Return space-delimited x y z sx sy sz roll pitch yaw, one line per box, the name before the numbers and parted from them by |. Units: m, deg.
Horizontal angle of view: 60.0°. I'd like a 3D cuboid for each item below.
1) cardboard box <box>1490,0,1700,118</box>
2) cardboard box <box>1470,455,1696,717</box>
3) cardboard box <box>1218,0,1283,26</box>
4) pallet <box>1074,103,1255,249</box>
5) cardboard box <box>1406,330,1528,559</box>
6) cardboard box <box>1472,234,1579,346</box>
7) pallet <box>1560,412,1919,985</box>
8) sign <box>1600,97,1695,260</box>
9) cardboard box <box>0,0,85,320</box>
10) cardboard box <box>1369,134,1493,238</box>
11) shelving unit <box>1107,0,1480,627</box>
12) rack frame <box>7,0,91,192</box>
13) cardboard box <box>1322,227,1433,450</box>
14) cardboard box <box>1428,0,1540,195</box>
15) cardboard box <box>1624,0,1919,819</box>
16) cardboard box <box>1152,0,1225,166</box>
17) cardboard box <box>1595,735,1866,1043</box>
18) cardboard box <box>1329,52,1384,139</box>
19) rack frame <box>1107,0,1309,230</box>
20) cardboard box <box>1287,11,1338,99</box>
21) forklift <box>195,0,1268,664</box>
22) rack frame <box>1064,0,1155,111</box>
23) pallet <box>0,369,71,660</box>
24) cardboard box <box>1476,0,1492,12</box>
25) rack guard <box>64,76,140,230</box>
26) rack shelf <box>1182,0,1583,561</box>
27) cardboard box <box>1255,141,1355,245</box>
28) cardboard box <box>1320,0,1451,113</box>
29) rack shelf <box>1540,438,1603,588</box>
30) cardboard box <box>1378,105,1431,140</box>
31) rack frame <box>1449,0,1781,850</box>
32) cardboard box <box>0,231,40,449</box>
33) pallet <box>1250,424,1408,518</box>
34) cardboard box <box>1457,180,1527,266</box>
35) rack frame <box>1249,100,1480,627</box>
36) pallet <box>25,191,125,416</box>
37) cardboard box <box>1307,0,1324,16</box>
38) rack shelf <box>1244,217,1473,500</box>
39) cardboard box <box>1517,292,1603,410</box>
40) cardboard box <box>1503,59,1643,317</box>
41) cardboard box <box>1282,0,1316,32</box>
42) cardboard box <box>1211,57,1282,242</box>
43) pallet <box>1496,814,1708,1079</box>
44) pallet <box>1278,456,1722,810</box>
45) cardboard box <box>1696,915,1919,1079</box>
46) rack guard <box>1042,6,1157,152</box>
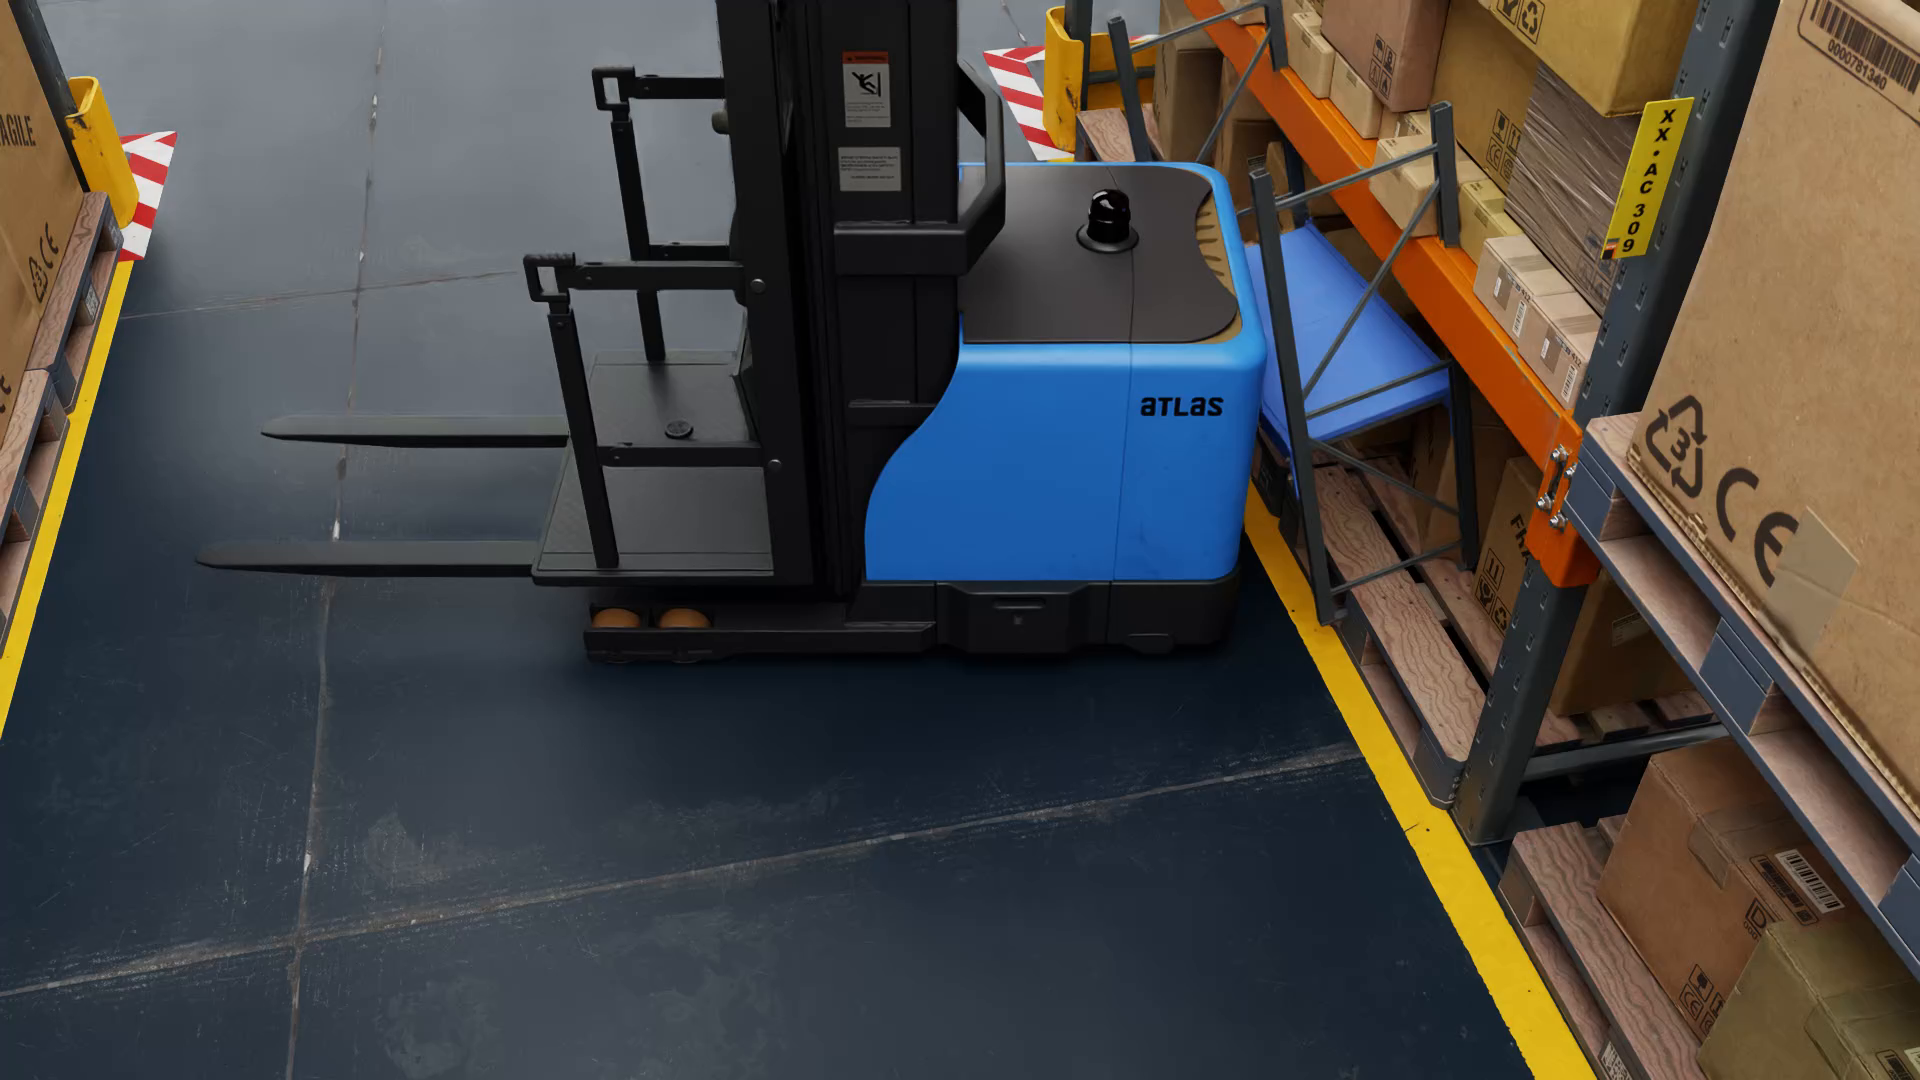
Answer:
cardboard box | 1.440 -1.201 3.291 0.500 0.500 0.500 -8 42 -9
cardboard box | 1.758 0.087 4.459 0.500 0.500 0.500 -10 42 -11
cardboard box | 1.000 -1.720 5.117 0.380 0.149 0.250 -8 42 -9
pallet | 1.099 -1.395 6.663 1.003 0.211 1.213 -8 42 -9
cardboard box | 1.627 -0.283 4.876 0.500 0.500 0.500 4 42 4
cardboard box | 1.427 -0.593 3.847 0.380 0.149 0.250 -8 42 -9
pallet | 1.829 0.162 2.952 1.003 0.211 1.213 -8 42 -9
sign | 1.277 -0.667 3.090 0.100 0.325 0.005 -8 42 -9
cardboard box | -3.712 -1.306 5.746 0.875 0.875 0.875 -8 42 -9
cardboard box | 1.269 -0.909 4.204 0.380 0.149 0.250 -8 42 -9
shelving unit | 0.963 -0.690 4.745 0.538 1.500 1.048 -21 40 -2
rack frame | -3.923 -2.374 5.664 1.000 3.000 0.127 -8 42 -9
cardboard box | 1.417 -0.675 5.317 0.500 0.500 0.500 -12 43 -13
cardboard box | 1.695 -1.204 4.048 0.875 0.500 0.500 -8 42 -9
cardboard box | 1.840 -0.272 2.529 1.000 1.000 1.000 -8 42 -9
cardboard box | 1.061 -1.834 6.623 0.500 0.500 0.500 -1 42 -1
cardboard box | 1.917 0.745 3.702 0.700 0.500 0.500 -11 43 -13
cardboard box | 1.251 -1.247 4.584 0.380 0.149 0.250 -8 42 -9
rack frame | 0.832 -0.990 5.134 0.500 1.500 0.032 -21 40 -2
cardboard box | 1.163 -1.404 4.761 0.380 0.149 0.250 -8 42 -9
forklift | -0.716 -1.089 4.268 3.031 2.935 1.130 0 42 0
rack frame | 0.942 -3.019 6.391 1.000 3.000 0.127 -8 42 -9
pallet | -3.414 -0.034 5.130 1.003 0.211 1.213 -8 42 -9
cardboard box | 1.331 -1.525 3.656 0.500 0.500 0.500 -8 42 -9
rack guard | -3.928 -1.454 6.512 1.175 0.500 0.348 -8 42 -9
rack shelf | 1.374 -1.453 5.170 1.077 0.370 4.000 -8 42 -9
cardboard box | 1.340 -1.043 5.732 0.500 0.500 0.500 -5 42 -5
cardboard box | 1.489 -1.514 4.397 0.875 0.500 0.500 -8 42 -9
rack shelf | 2.237 1.139 2.249 1.077 0.370 4.000 -8 42 -9
cardboard box | 1.344 -1.090 4.408 0.380 0.149 0.250 -8 42 -9
rack frame | 1.806 -0.426 3.470 1.000 3.000 0.127 -8 42 -9
cardboard box | -3.520 -0.736 5.104 0.875 0.875 0.875 -9 42 -10
pallet | 1.359 -0.606 5.773 1.003 0.211 1.213 -8 42 -9
cardboard box | 1.432 -0.763 4.040 0.380 0.149 0.250 -8 42 -9
rack frame | 1.094 -0.389 4.357 0.500 1.500 0.032 -21 40 -2
pallet | -3.674 -0.824 6.019 1.003 0.211 1.213 -8 42 -9
cardboard box | 1.421 -1.844 4.768 0.875 0.500 0.500 -8 42 -9
rack shelf | 1.007 -0.559 4.861 0.538 0.185 1.000 -21 40 -2
cardboard box | 1.472 -0.429 3.663 0.380 0.149 0.250 -8 42 -9
cardboard box | 1.769 -0.875 3.677 0.875 0.500 0.500 -8 42 -9
cardboard box | 1.184 -1.577 4.956 0.380 0.149 0.250 -8 42 -9
cardboard box | 1.223 -1.451 6.192 0.500 0.500 0.500 2 42 2
pallet | 1.975 1.121 3.828 1.003 0.211 1.213 -8 42 -9
pallet | 1.626 0.187 4.881 1.003 0.211 1.213 -8 42 -9
cardboard box | 2.002 1.057 3.351 0.700 0.500 0.500 -9 42 -10
rack guard | 0.959 -2.035 7.166 1.175 0.500 0.348 -8 42 -9
